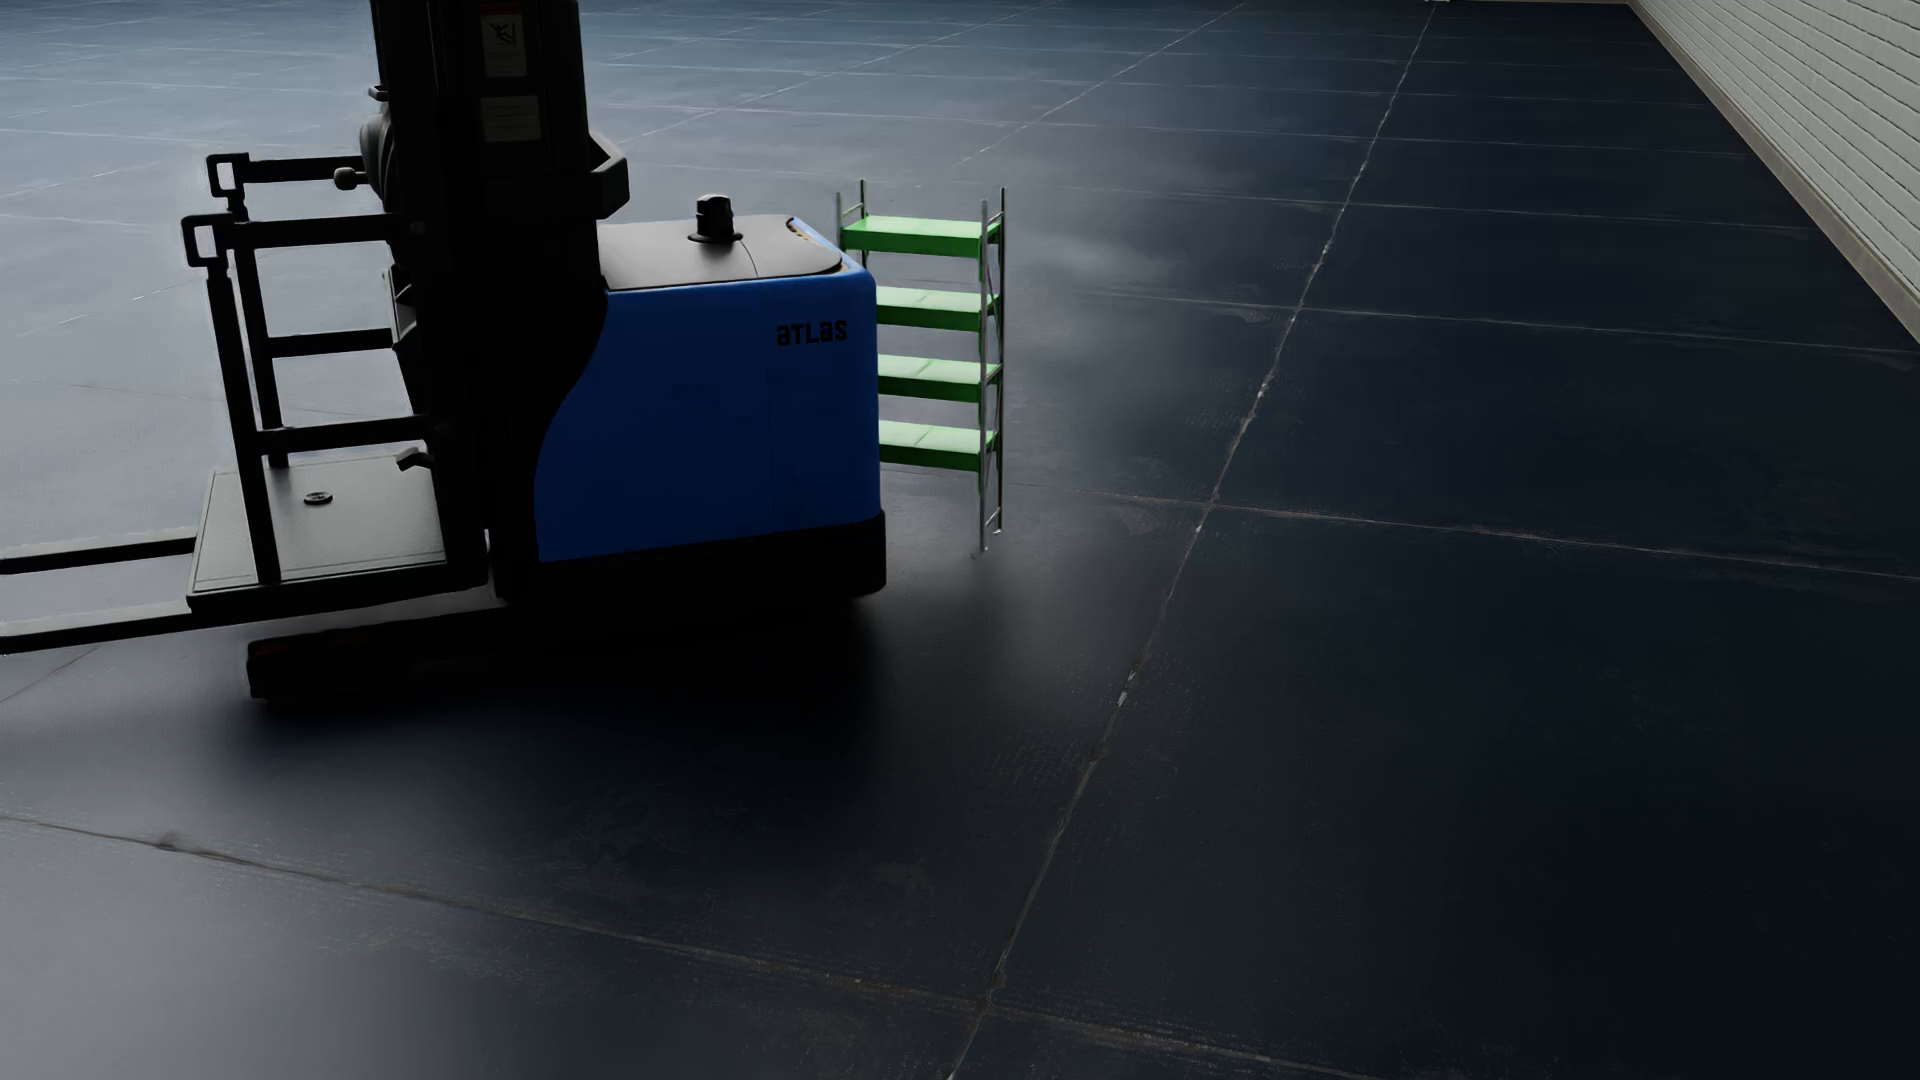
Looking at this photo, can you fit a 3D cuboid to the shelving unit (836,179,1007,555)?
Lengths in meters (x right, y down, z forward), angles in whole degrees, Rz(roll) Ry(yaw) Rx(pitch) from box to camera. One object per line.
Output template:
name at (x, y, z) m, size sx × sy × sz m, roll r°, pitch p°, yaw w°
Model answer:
shelving unit at (-0.123, -0.577, 5.596) m, size 0.503 × 1.200 × 0.258 m, roll 7°, pitch 23°, yaw 16°

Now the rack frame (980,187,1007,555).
rack frame at (0.110, -0.549, 5.528) m, size 0.015 × 1.200 × 0.240 m, roll 7°, pitch 23°, yaw 16°

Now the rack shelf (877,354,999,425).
rack shelf at (-0.123, -0.518, 5.620) m, size 0.480 × 0.148 × 0.258 m, roll 7°, pitch 23°, yaw 16°

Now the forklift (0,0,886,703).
forklift at (-1.807, -1.126, 4.653) m, size 3.031 × 2.935 × 1.130 m, roll -8°, pitch 24°, yaw -18°

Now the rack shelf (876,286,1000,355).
rack shelf at (-0.123, -0.740, 5.529) m, size 0.480 × 0.148 × 0.258 m, roll 7°, pitch 23°, yaw 16°

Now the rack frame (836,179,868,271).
rack frame at (-0.356, -0.605, 5.663) m, size 0.015 × 1.200 × 0.240 m, roll 7°, pitch 23°, yaw 16°

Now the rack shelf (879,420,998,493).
rack shelf at (-0.123, -0.296, 5.711) m, size 0.480 × 0.148 × 0.258 m, roll 7°, pitch 23°, yaw 16°

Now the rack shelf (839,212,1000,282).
rack shelf at (-0.123, -0.962, 5.438) m, size 0.480 × 0.148 × 0.258 m, roll 7°, pitch 23°, yaw 16°
